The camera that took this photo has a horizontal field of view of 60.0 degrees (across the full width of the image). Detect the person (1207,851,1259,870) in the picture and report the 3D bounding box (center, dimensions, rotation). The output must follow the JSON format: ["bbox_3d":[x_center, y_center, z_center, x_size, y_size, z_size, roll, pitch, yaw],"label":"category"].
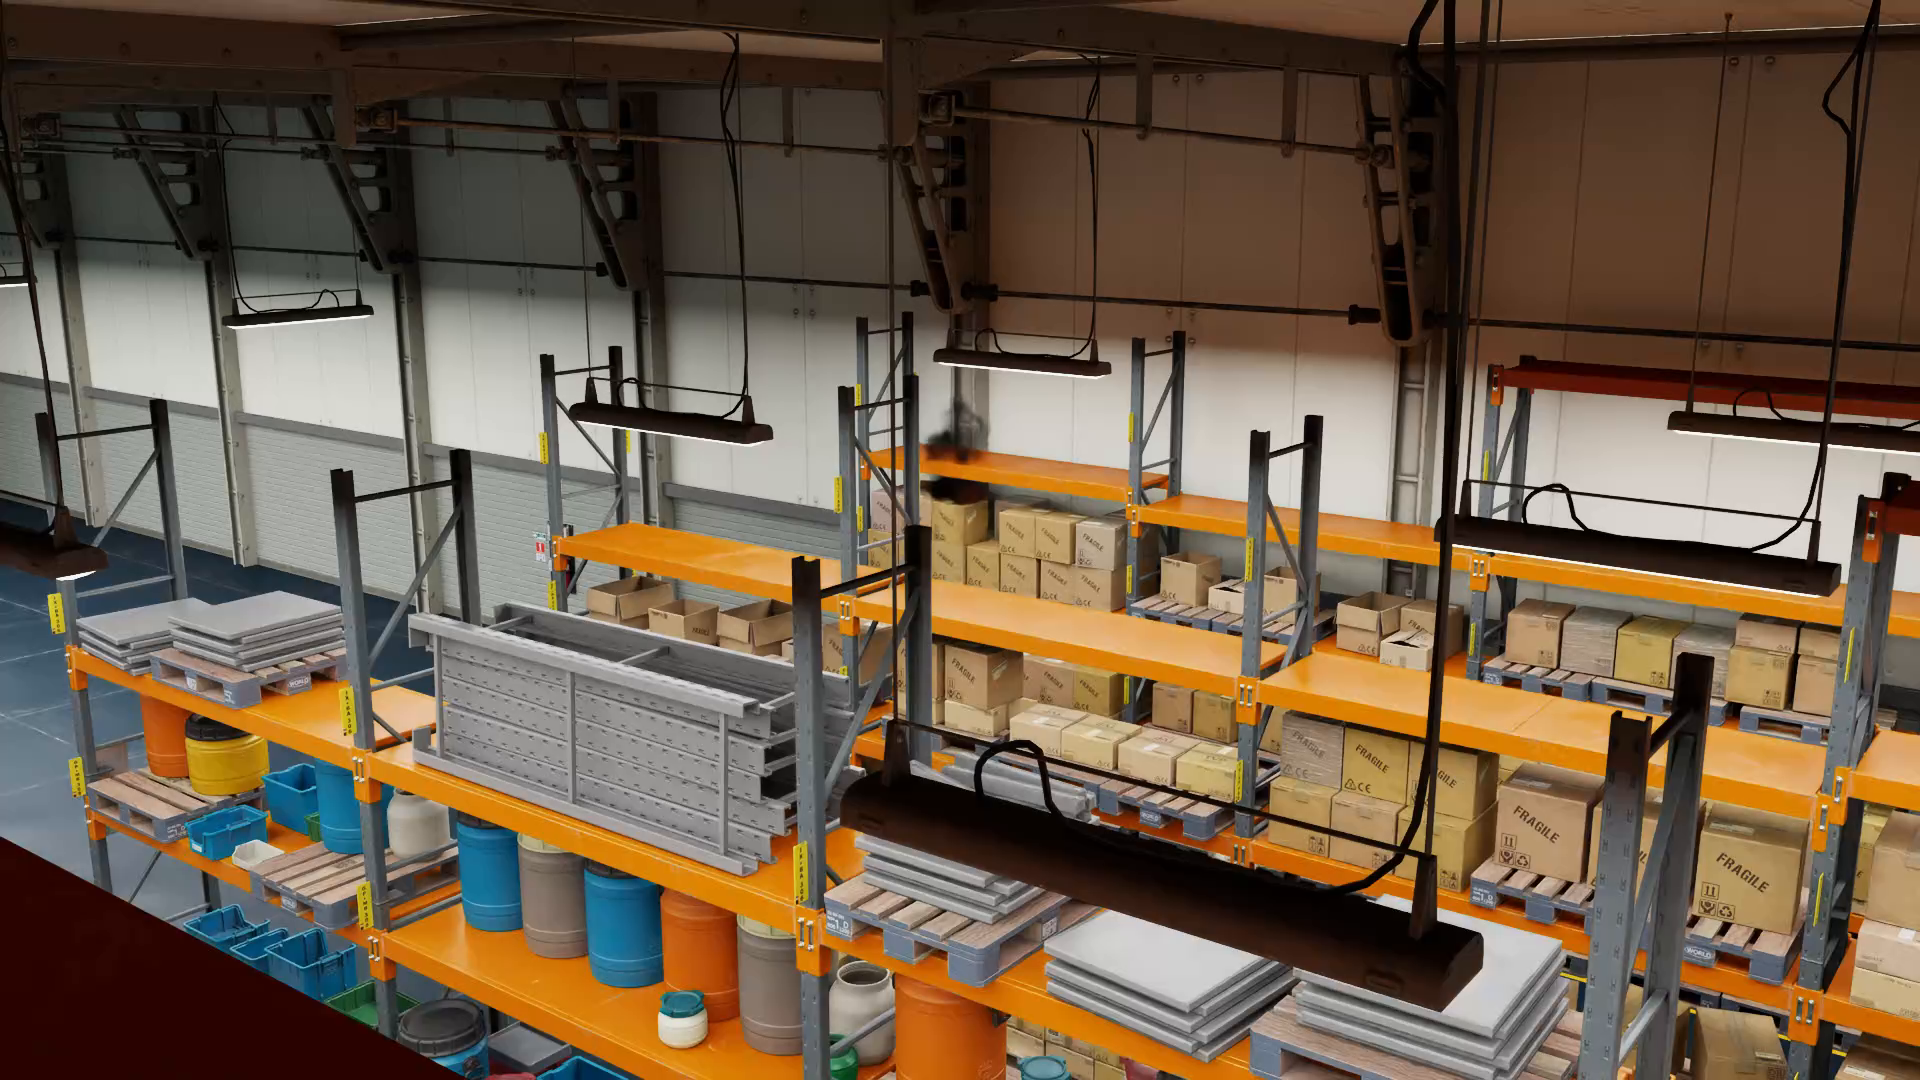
[{"bbox_3d":[2.659,3.511,16.430,0.760,1.754,0.584,8,15,31],"label":"person"}]
